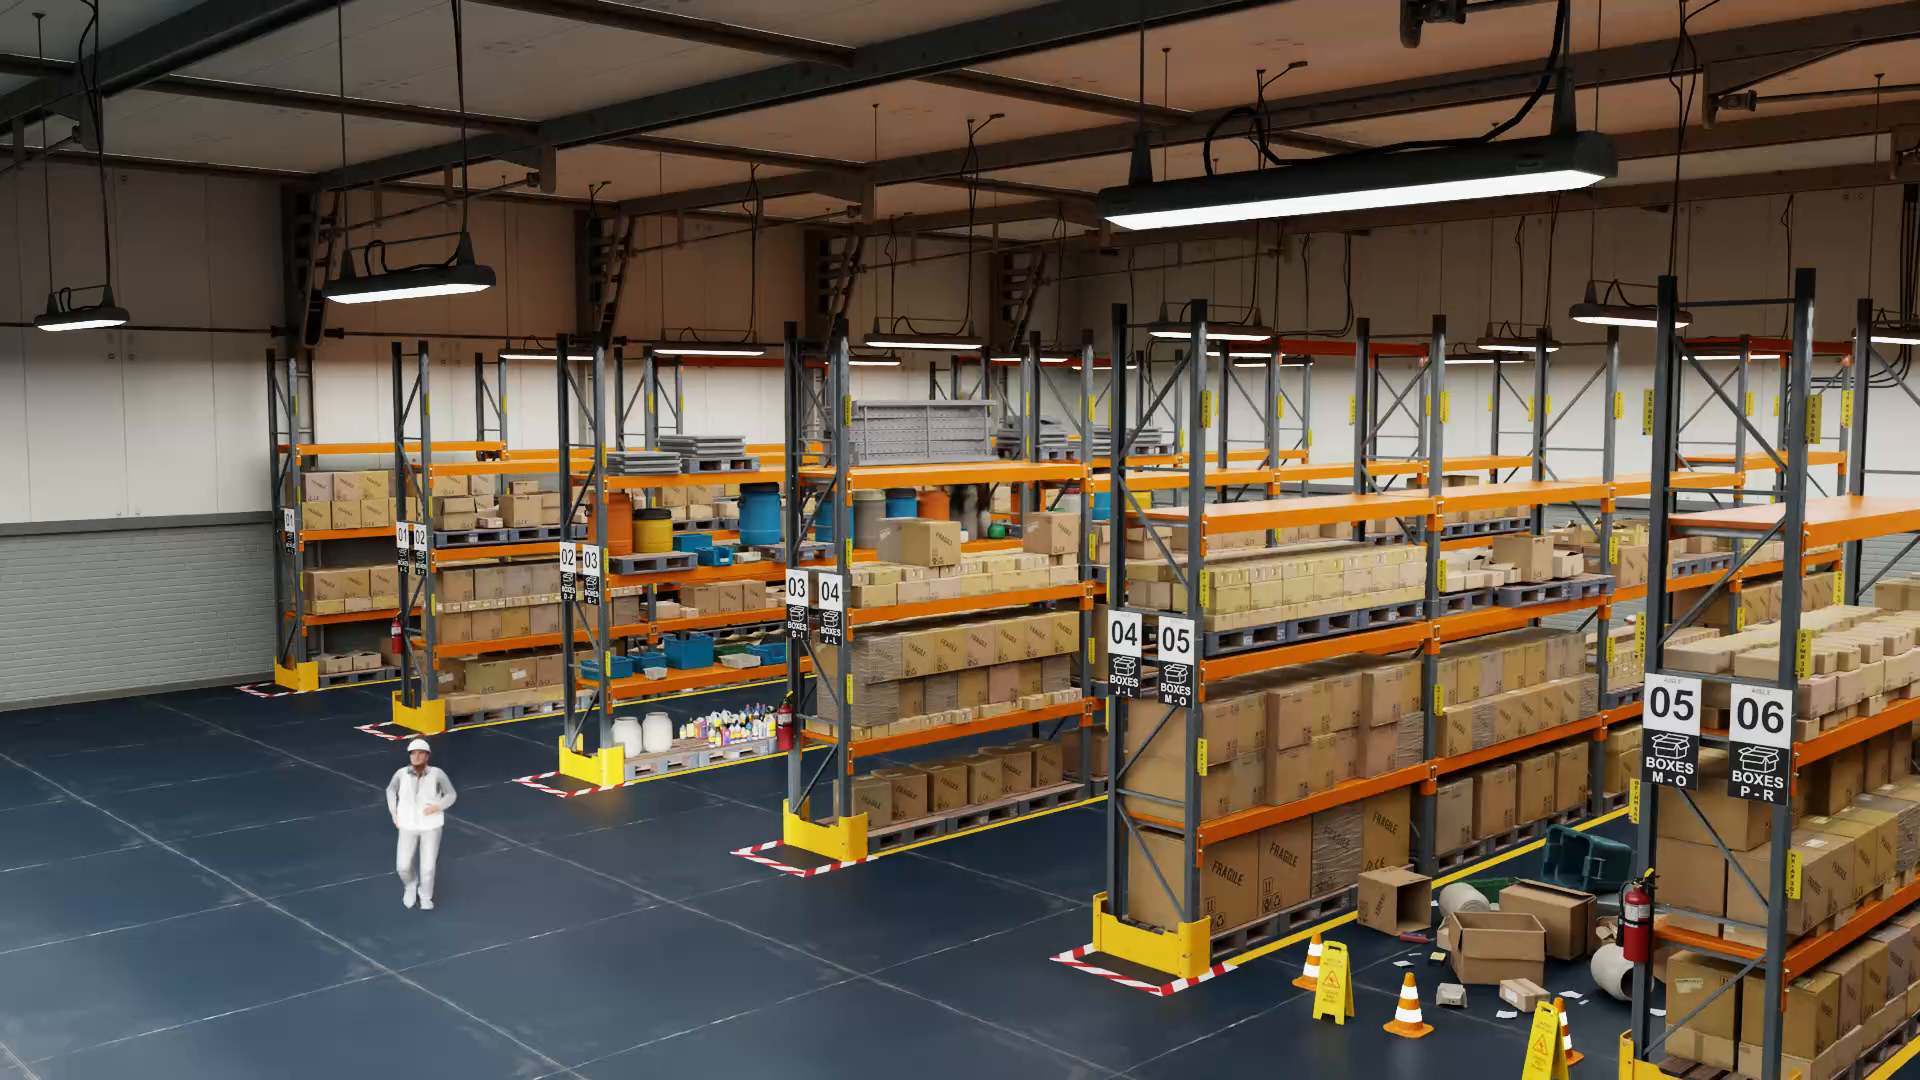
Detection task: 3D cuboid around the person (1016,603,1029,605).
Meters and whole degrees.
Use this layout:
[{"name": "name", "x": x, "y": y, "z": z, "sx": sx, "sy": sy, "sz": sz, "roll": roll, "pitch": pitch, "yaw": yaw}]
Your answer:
[{"name": "person", "x": 1.129, "y": 1.634, "z": 30.246, "sx": 0.571, "sy": 1.579, "sz": 0.573, "roll": 5, "pitch": 7, "yaw": 44}]

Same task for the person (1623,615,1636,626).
[{"name": "person", "x": 10.541, "y": 2.045, "z": 26.078, "sx": 0.652, "sy": 1.740, "sz": 0.698, "roll": -4, "pitch": 6, "yaw": -37}]

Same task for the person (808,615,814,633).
[{"name": "person", "x": -3.044, "y": 1.367, "z": 33.907, "sx": 0.586, "sy": 1.673, "sz": 0.891, "roll": 4, "pitch": 7, "yaw": 42}]

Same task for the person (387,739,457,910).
[{"name": "person", "x": -5.377, "y": 2.850, "z": 16.569, "sx": 0.708, "sy": 1.740, "sz": 0.557, "roll": -1, "pitch": 5, "yaw": -7}]
